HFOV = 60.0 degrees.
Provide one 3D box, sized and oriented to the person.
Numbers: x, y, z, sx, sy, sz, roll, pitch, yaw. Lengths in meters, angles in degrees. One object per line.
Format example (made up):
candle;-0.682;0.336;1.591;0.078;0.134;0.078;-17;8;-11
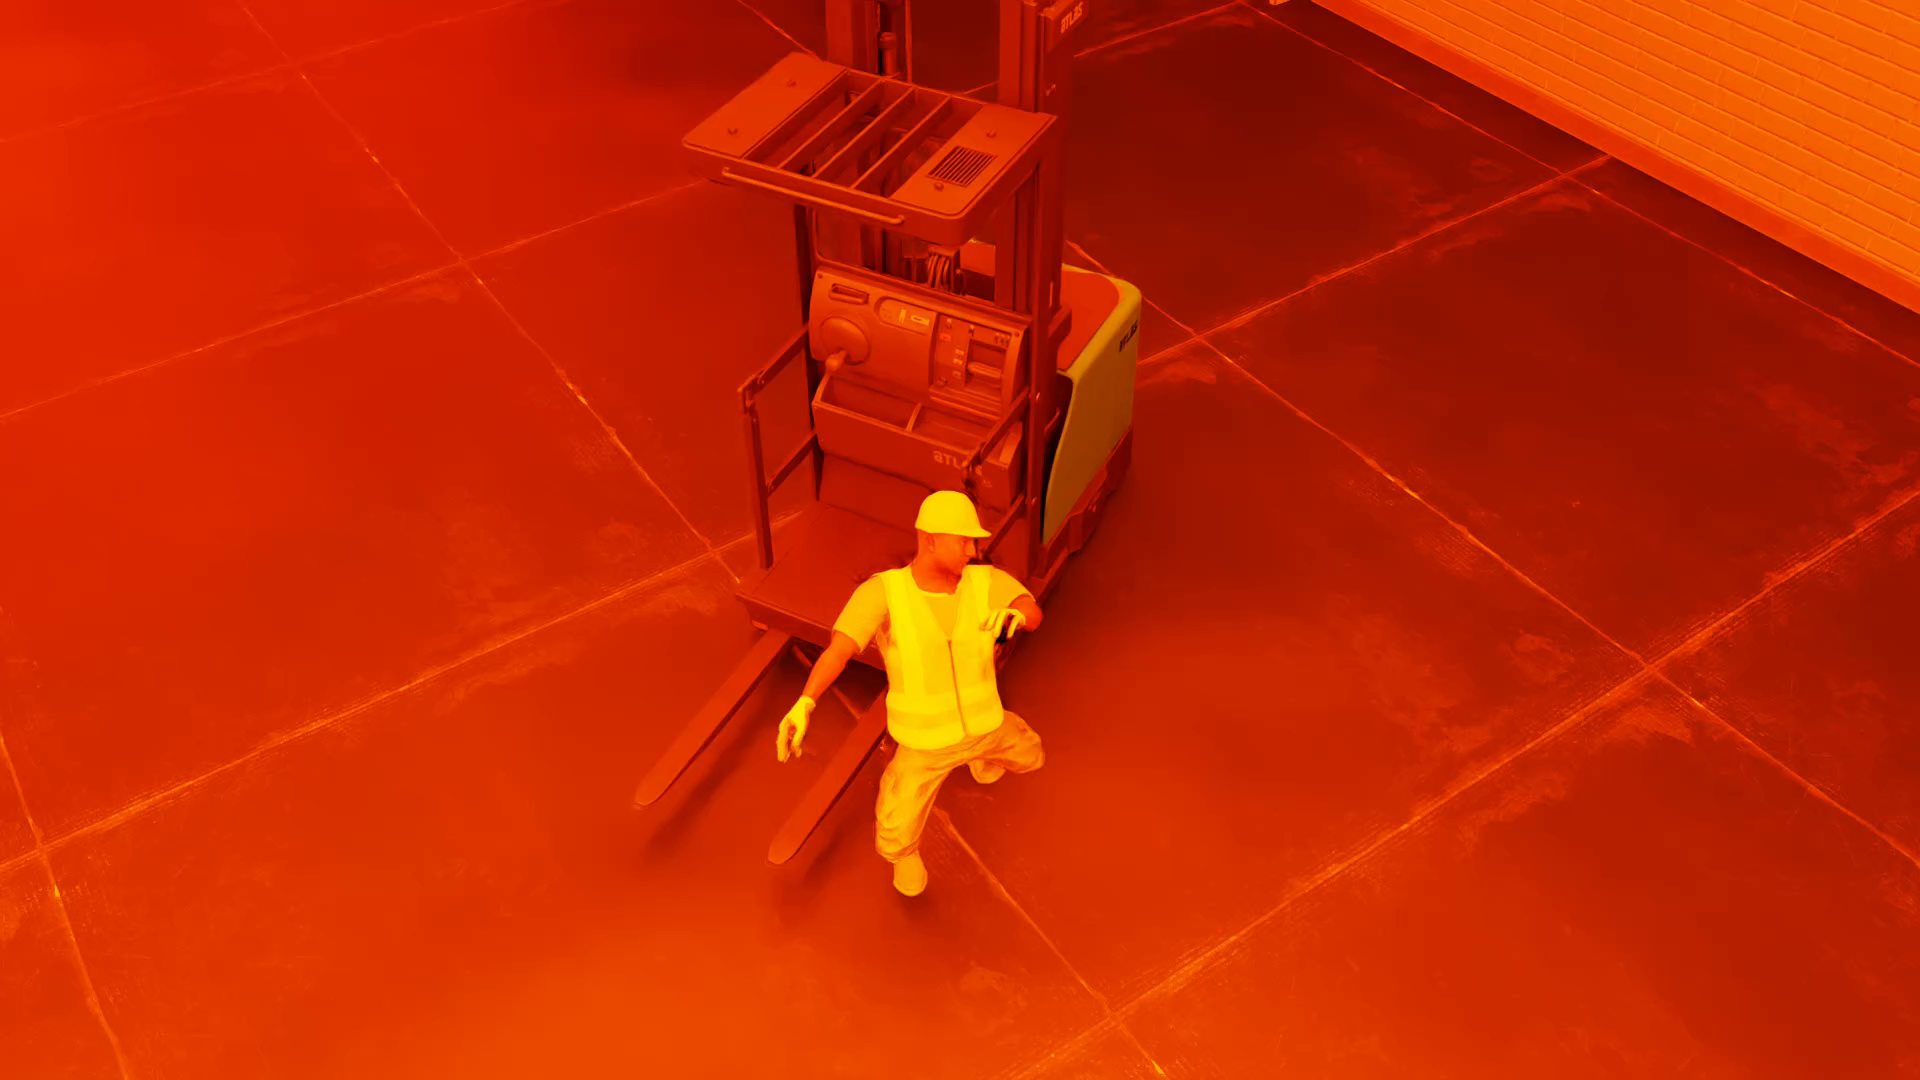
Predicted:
person;-0.177;0.680;5.940;1.107;1.509;0.739;-23;47;-23

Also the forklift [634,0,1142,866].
forklift;-0.279;-0.710;6.486;1.130;2.935;3.031;19;46;20
